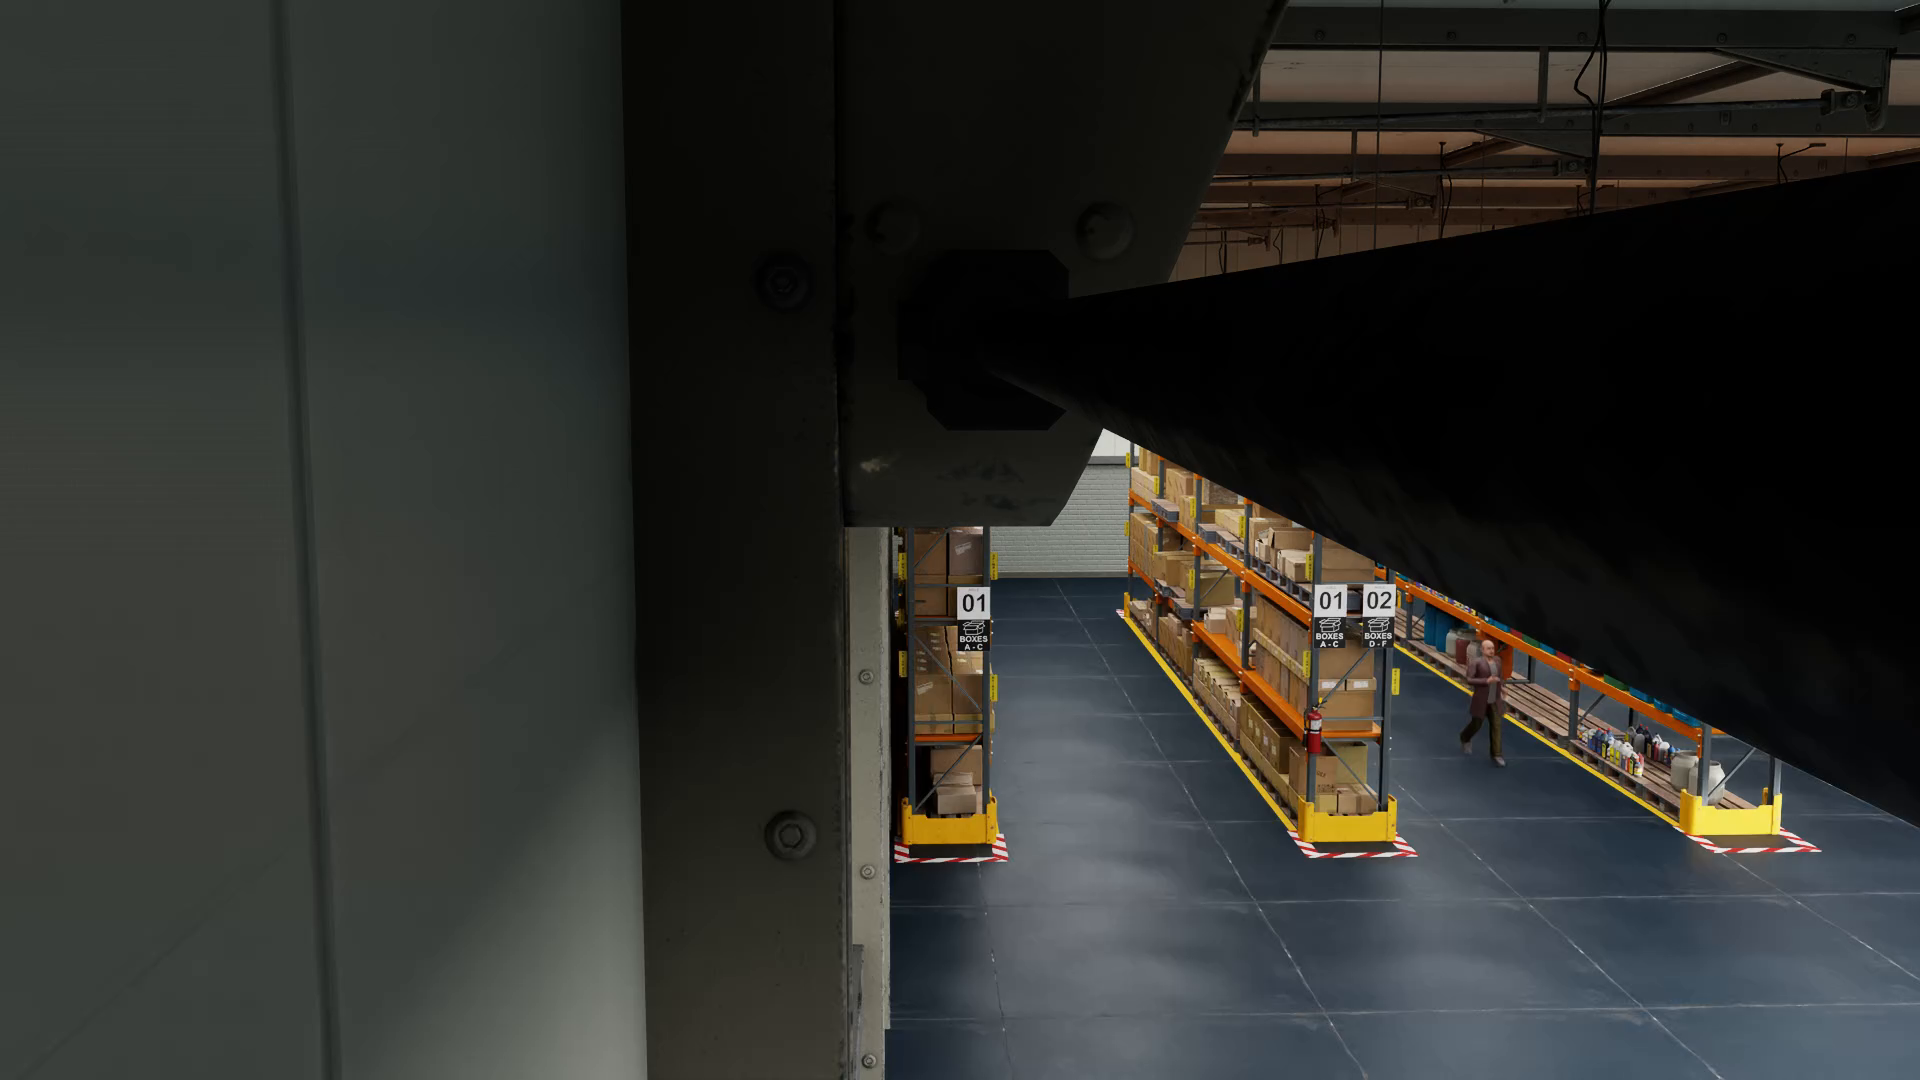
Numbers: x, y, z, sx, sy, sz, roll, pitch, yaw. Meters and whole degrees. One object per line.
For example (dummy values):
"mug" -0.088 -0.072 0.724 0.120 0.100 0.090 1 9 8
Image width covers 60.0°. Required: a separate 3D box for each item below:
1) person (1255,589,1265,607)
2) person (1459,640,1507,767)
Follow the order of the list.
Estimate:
"person" 6.259 1.133 34.029 0.636 1.801 0.782 -1 7 -7
"person" 7.629 2.319 24.137 0.702 1.757 1.068 -2 7 -12
